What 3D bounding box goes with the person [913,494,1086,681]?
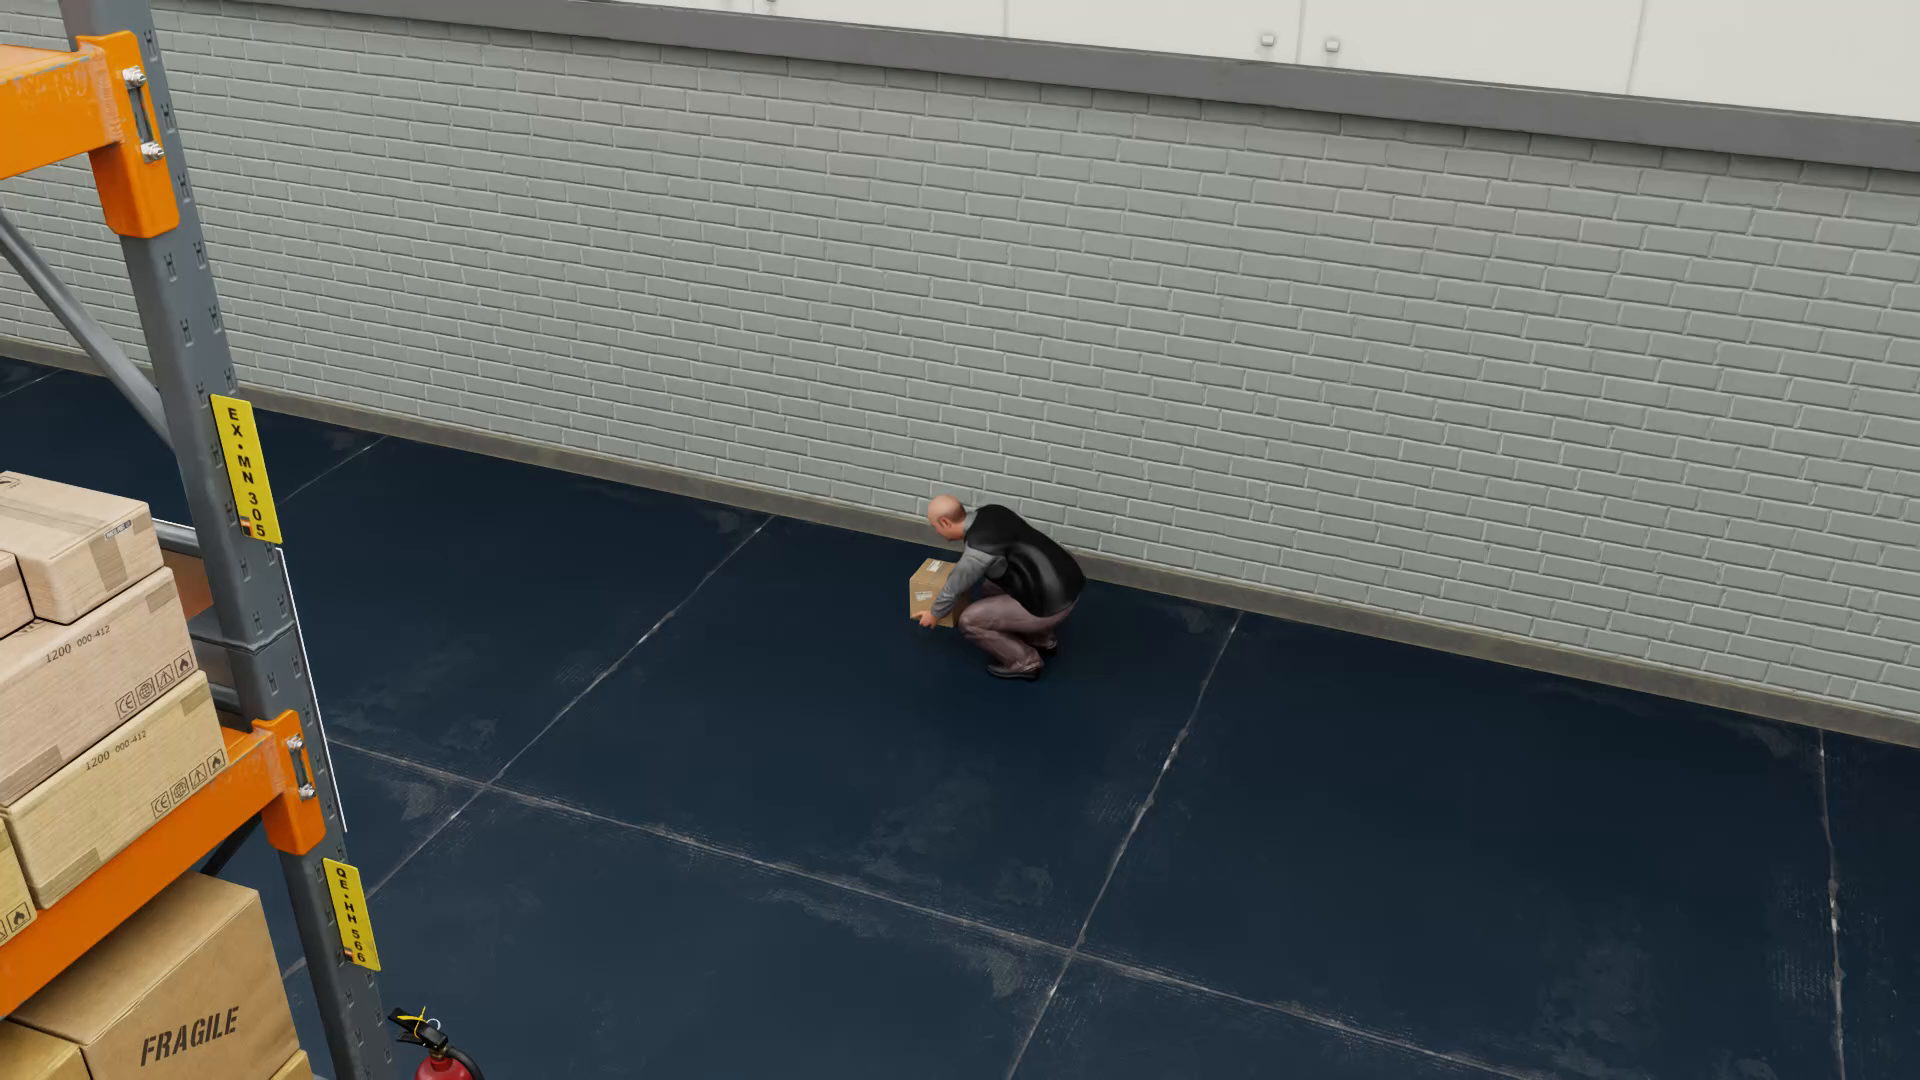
[{"bbox_3d":[0.204,0.221,8.816,0.888,0.967,0.518,11,31,18],"label":"person"}]
